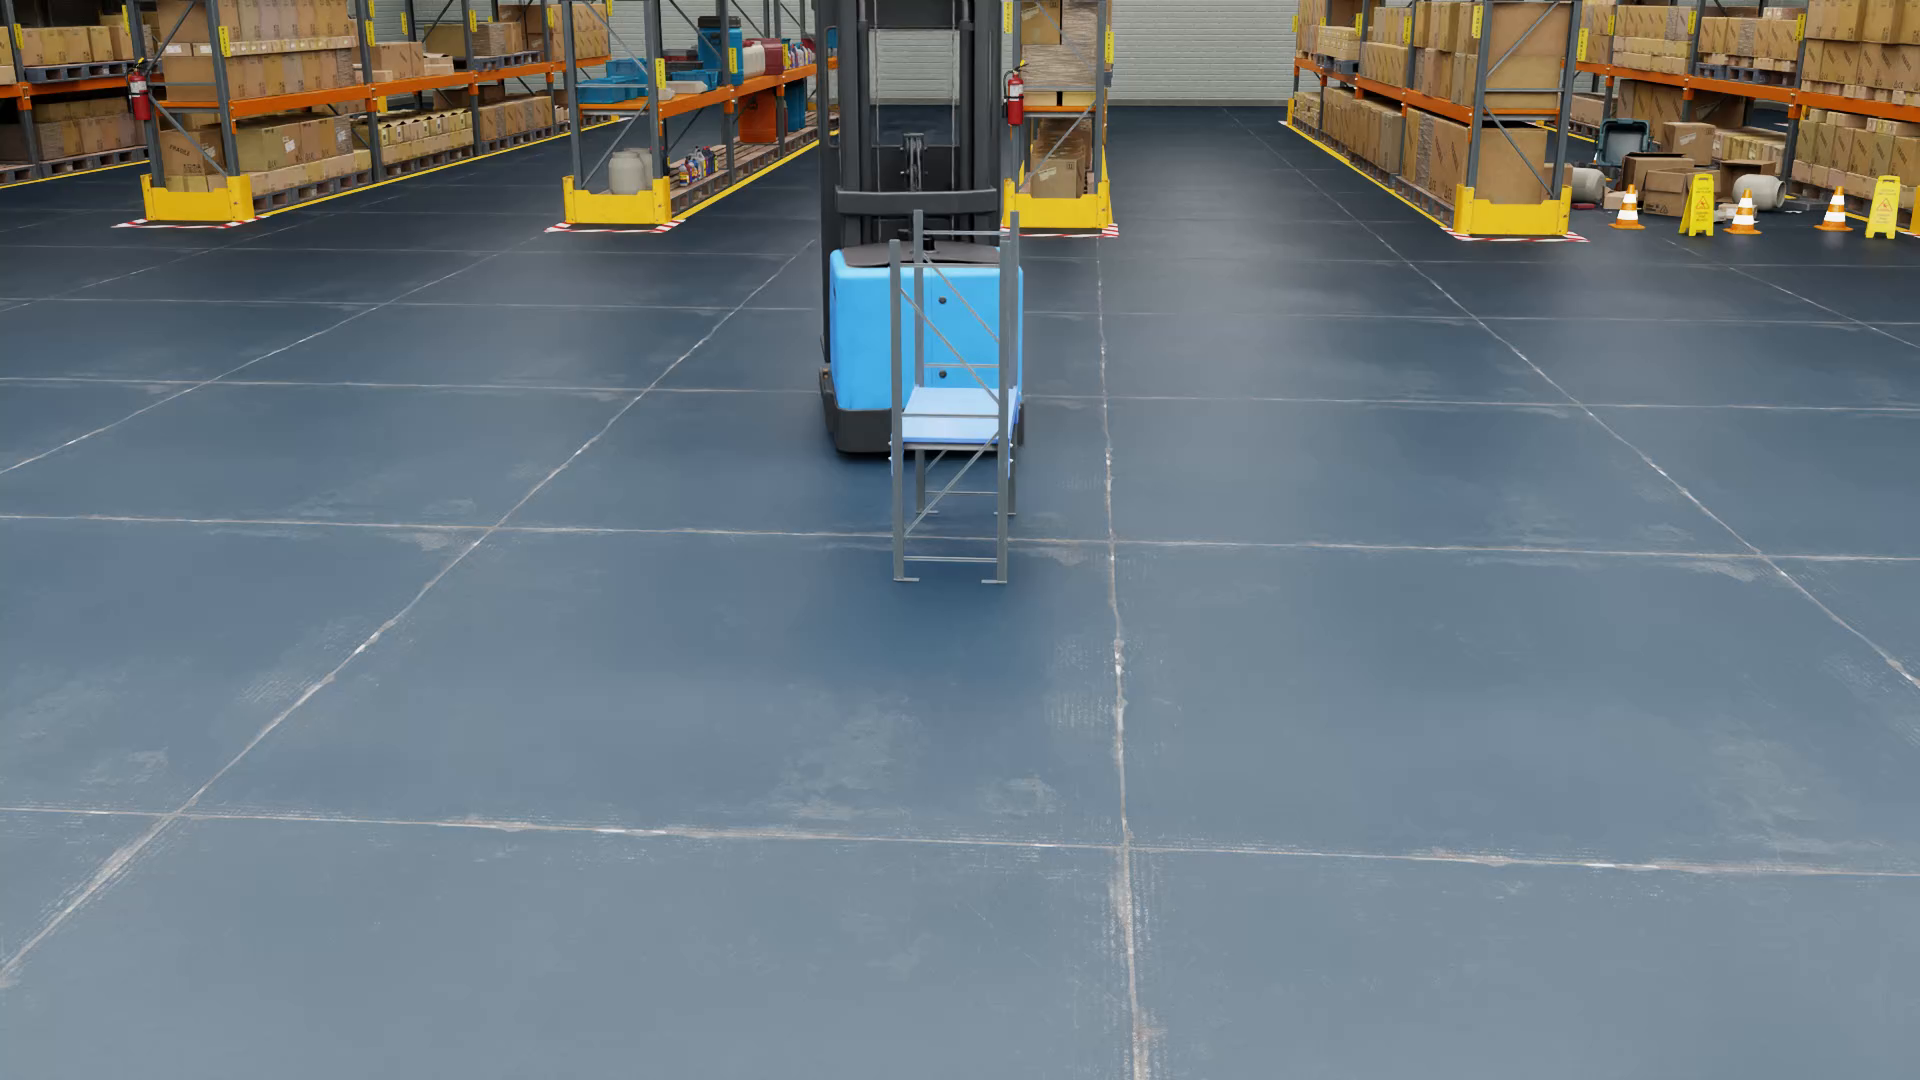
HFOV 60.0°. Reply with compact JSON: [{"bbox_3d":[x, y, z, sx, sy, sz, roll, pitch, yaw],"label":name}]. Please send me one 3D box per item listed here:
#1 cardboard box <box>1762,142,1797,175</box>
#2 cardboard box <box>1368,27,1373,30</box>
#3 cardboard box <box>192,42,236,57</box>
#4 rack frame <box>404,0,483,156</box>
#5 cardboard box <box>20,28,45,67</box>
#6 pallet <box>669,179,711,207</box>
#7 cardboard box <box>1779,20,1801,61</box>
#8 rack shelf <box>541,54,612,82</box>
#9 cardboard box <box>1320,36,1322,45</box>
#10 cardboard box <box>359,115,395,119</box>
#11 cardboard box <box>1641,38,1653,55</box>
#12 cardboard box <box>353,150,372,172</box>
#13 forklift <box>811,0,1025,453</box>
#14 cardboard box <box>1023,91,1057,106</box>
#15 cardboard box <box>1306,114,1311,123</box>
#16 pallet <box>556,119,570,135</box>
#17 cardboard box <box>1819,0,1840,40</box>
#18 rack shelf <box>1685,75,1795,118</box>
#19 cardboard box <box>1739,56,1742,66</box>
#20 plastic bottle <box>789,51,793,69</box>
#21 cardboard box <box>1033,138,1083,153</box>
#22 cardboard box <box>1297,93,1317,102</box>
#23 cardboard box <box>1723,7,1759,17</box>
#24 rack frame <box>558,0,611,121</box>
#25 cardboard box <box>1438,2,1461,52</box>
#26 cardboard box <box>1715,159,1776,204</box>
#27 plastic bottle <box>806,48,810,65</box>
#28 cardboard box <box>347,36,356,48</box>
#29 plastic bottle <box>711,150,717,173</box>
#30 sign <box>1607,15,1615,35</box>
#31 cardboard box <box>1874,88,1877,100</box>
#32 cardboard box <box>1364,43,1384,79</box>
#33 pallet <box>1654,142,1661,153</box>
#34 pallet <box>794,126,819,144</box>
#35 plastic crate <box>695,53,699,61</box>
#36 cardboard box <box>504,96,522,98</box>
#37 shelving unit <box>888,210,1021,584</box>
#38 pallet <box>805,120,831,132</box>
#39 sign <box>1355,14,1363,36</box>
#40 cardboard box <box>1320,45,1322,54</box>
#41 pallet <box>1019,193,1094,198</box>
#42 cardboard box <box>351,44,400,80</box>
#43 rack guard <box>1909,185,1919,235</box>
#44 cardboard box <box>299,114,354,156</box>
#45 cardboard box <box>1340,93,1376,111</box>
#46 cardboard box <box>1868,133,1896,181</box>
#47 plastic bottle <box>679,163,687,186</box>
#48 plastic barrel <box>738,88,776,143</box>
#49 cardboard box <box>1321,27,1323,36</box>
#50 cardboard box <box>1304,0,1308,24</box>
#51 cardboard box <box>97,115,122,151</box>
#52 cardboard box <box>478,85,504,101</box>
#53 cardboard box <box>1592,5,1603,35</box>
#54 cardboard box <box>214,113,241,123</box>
[{"bbox_3d":[11.279,-5.074,22.138,0.950,0.372,0.625,2,18,5],"label":"cardboard box"},{"bbox_3d":[6.960,-8.437,27.627,0.380,0.149,0.250,1,18,2],"label":"cardboard box"},{"bbox_3d":[-8.565,-5.635,19.100,0.380,0.149,0.250,1,18,4],"label":"cardboard box"},{"bbox_3d":[-8.234,-7.646,26.442,1.000,3.000,0.127,1,18,4],"label":"rack frame"},{"bbox_3d":[-13.392,-6.927,23.380,0.700,0.500,0.500,1,18,4],"label":"cardboard box"},{"bbox_3d":[-3.755,-4.380,20.950,1.003,0.211,1.213,1,18,4],"label":"pallet"},{"bbox_3d":[11.048,-6.498,21.623,0.500,0.500,0.500,1,18,3],"label":"cardboard box"},{"bbox_3d":[-7.804,-9.168,32.241,1.077,0.370,4.000,1,18,4],"label":"rack shelf"},{"bbox_3d":[6.369,-8.553,28.460,0.380,0.149,0.250,1,18,3],"label":"cardboard box"},{"bbox_3d":[-8.669,-6.168,24.772,0.500,0.311,0.500,1,18,3],"label":"cardboard box"},{"bbox_3d":[11.398,-8.005,26.975,0.500,0.250,0.500,1,18,2],"label":"cardboard box"},{"bbox_3d":[-8.336,-5.148,22.559,0.500,0.250,0.500,1,18,4],"label":"cardboard box"},{"bbox_3d":[-0.327,-2.289,10.202,1.130,2.935,3.031,-2,18,-6],"label":"forklift"},{"bbox_3d":[0.887,-4.913,18.504,0.380,0.149,0.250,1,18,4],"label":"cardboard box"},{"bbox_3d":[6.635,-7.820,30.875,0.380,0.149,0.250,1,18,4],"label":"cardboard box"},{"bbox_3d":[-7.897,-7.777,31.318,1.003,0.211,1.213,1,18,4],"label":"pallet"},{"bbox_3d":[10.938,-6.335,20.194,0.700,0.500,0.500,1,18,4],"label":"cardboard box"},{"bbox_3d":[11.387,-6.240,23.304,1.077,0.370,4.000,1,18,4],"label":"rack shelf"},{"bbox_3d":[11.242,-6.765,23.481,0.380,0.149,0.250,2,18,6],"label":"cardboard box"},{"bbox_3d":[-2.812,-7.964,27.599,0.061,0.283,0.133,1,18,4],"label":"plastic bottle"},{"bbox_3d":[1.257,-4.892,21.376,0.500,0.500,0.500,7,20,21],"label":"cardboard box"},{"bbox_3d":[6.738,-8.575,32.225,0.380,0.149,0.250,1,18,4],"label":"cardboard box"},{"bbox_3d":[11.810,-7.873,25.368,0.500,0.500,0.500,1,18,2],"label":"cardboard box"},{"bbox_3d":[-7.661,-10.131,34.024,1.000,3.000,0.127,1,18,4],"label":"rack frame"},{"bbox_3d":[6.109,-6.008,19.465,0.875,0.550,0.500,1,18,4],"label":"cardboard box"},{"bbox_3d":[9.810,-4.472,20.763,0.500,0.500,0.500,17,25,41],"label":"cardboard box"},{"bbox_3d":[-2.684,-8.519,29.292,0.061,0.283,0.133,1,18,4],"label":"plastic bottle"},{"bbox_3d":[-8.327,-6.671,22.261,0.380,0.149,0.250,1,18,4],"label":"cardboard box"},{"bbox_3d":[-3.286,-5.054,22.185,0.061,0.283,0.133,2,18,7],"label":"plastic bottle"},{"bbox_3d":[11.264,-8.906,28.769,0.100,0.325,0.005,1,18,4],"label":"sign"},{"bbox_3d":[10.900,-5.194,19.361,0.380,0.149,0.250,1,18,4],"label":"cardboard box"},{"bbox_3d":[6.251,-7.038,24.425,0.500,0.500,0.500,1,18,3],"label":"cardboard box"},{"bbox_3d":[11.662,-6.121,26.264,1.003,0.211,1.213,1,18,4],"label":"pallet"},{"bbox_3d":[-3.104,-7.213,29.598,1.003,0.211,1.213,1,18,4],"label":"pallet"},{"bbox_3d":[-3.812,-6.634,23.378,0.392,0.384,0.575,1,18,4],"label":"plastic crate"},{"bbox_3d":[-8.225,-7.765,30.112,0.500,0.500,0.500,0,18,1],"label":"cardboard box"},{"bbox_3d":[-0.006,-0.686,7.609,0.538,1.500,1.048,1,18,4],"label":"shelving unit"},{"bbox_3d":[-2.993,-7.681,31.026,1.003,0.211,1.213,1,18,4],"label":"pallet"},{"bbox_3d":[6.044,-7.804,25.190,0.100,0.325,0.005,1,18,4],"label":"sign"},{"bbox_3d":[6.372,-8.406,28.489,0.380,0.149,0.250,2,18,5],"label":"cardboard box"},{"bbox_3d":[1.172,-3.890,19.454,1.003,0.211,1.213,1,18,4],"label":"pallet"},{"bbox_3d":[-8.412,-6.853,23.861,0.500,0.500,0.500,3,18,8],"label":"cardboard box"},{"bbox_3d":[10.963,-3.554,17.967,1.175,0.500,0.348,1,18,4],"label":"rack guard"},{"bbox_3d":[-8.384,-5.349,21.969,0.500,0.500,0.500,1,18,4],"label":"cardboard box"},{"bbox_3d":[6.399,-7.025,26.682,0.500,0.250,0.500,2,18,5],"label":"cardboard box"},{"bbox_3d":[10.789,-4.384,19.023,0.500,0.500,0.500,2,18,6],"label":"cardboard box"},{"bbox_3d":[-3.427,-4.519,20.571,0.097,0.271,0.097,0,18,0],"label":"plastic bottle"},{"bbox_3d":[-3.276,-6.855,26.838,0.600,0.830,0.708,1,18,4],"label":"plastic barrel"},{"bbox_3d":[6.372,-8.688,28.395,0.380,0.149,0.250,2,18,5],"label":"cardboard box"},{"bbox_3d":[6.773,-9.979,31.317,0.500,0.500,0.500,1,18,3],"label":"cardboard box"},{"bbox_3d":[-13.335,-6.240,25.457,0.700,0.500,0.500,1,18,4],"label":"cardboard box"},{"bbox_3d":[-8.297,-7.811,29.047,0.500,0.250,0.500,1,18,4],"label":"cardboard box"},{"bbox_3d":[11.620,-9.278,29.655,0.500,0.500,0.500,1,18,3],"label":"cardboard box"},{"bbox_3d":[-12.923,-7.431,28.563,0.750,0.750,0.750,1,18,4],"label":"cardboard box"}]
